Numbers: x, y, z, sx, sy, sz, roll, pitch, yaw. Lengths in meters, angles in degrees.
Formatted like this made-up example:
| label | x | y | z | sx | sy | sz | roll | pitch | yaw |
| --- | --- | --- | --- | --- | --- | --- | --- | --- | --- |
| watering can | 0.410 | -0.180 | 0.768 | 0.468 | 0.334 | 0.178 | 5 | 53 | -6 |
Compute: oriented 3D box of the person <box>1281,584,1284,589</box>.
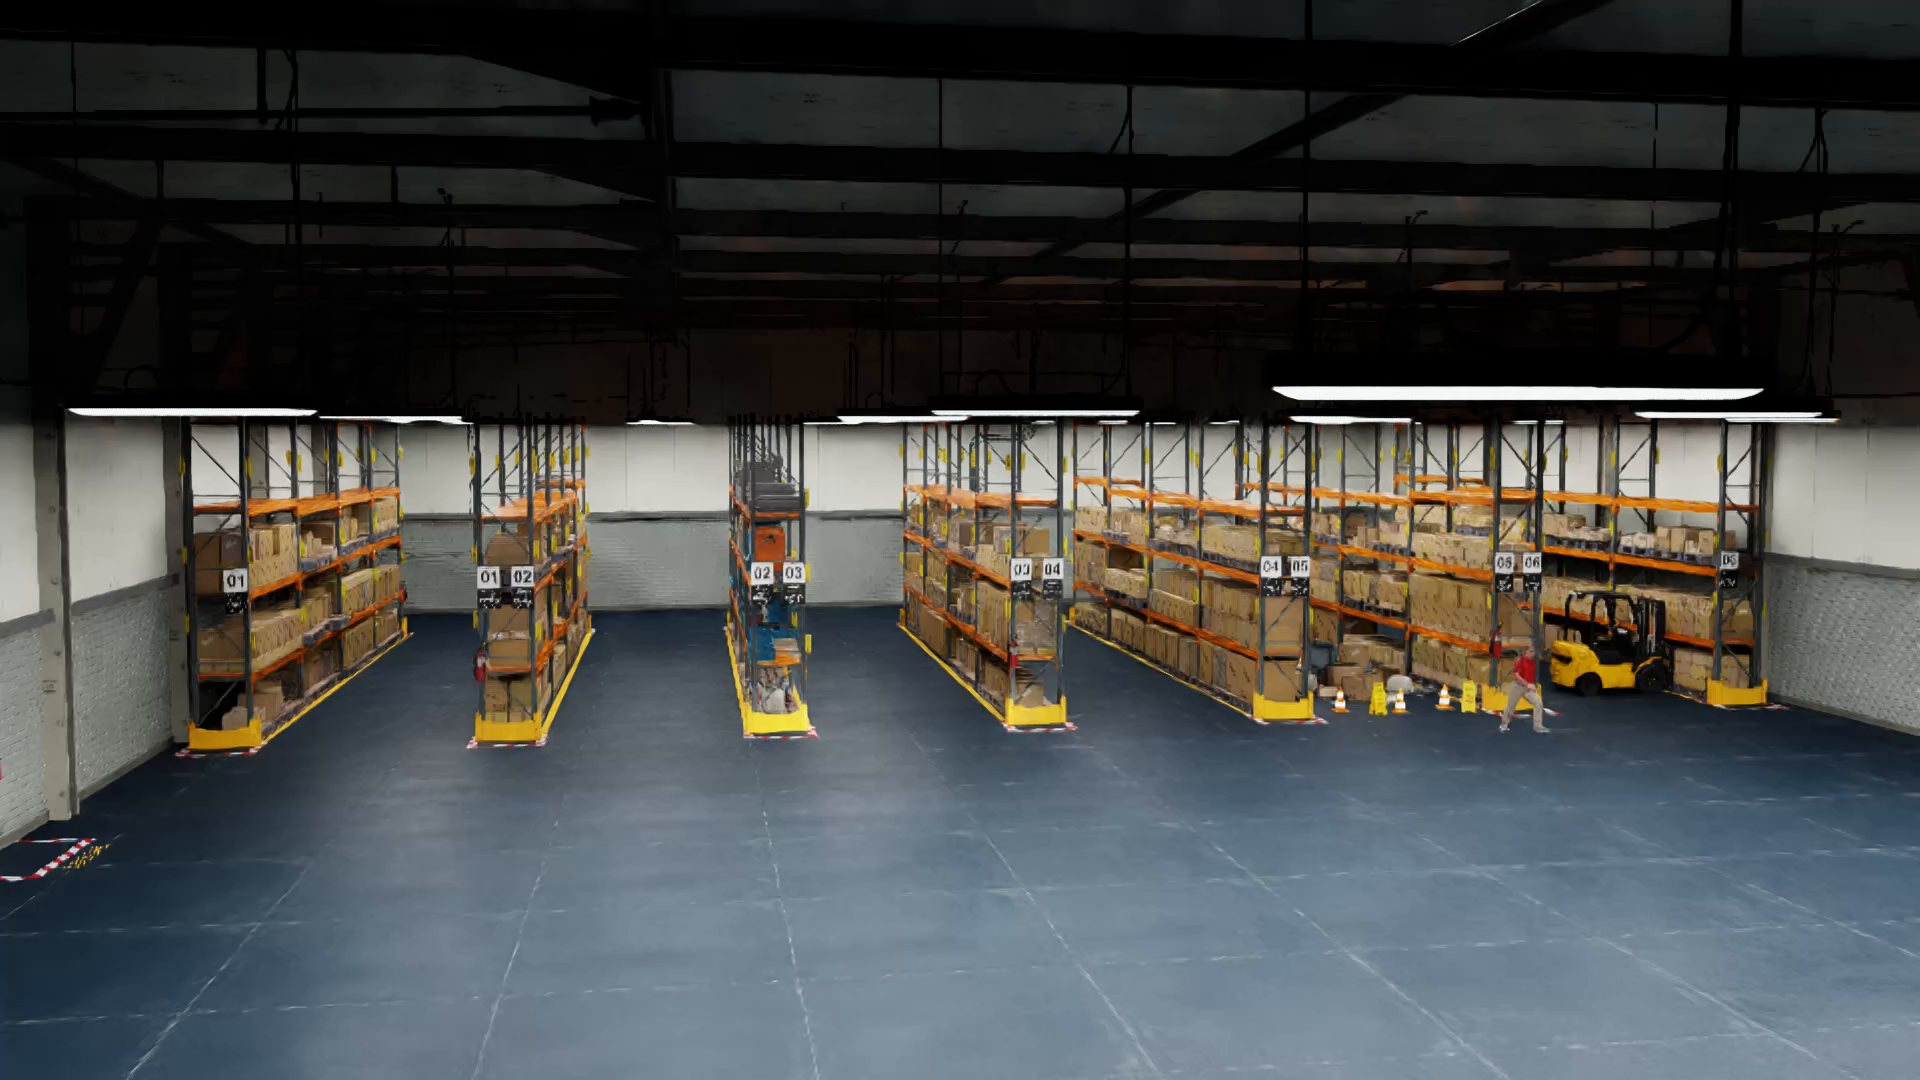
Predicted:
| label | x | y | z | sx | sy | sz | roll | pitch | yaw |
| --- | --- | --- | --- | --- | --- | --- | --- | --- | --- |
| person | 8.070 | 1.961 | 42.282 | 0.597 | 1.744 | 0.667 | 1 | 4 | 14 |

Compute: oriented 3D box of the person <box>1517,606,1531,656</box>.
| label | x | y | z | sx | sy | sz | roll | pitch | yaw |
| --- | --- | --- | --- | --- | --- | --- | --- | --- | --- |
| person | 12.665 | 2.325 | 37.489 | 0.477 | 1.675 | 0.487 | 1 | 4 | 20 |

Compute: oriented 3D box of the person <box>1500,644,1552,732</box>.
| label | x | y | z | sx | sy | sz | roll | pitch | yaw |
| --- | --- | --- | --- | --- | --- | --- | --- | --- | --- |
| person | 10.557 | 2.767 | 31.130 | 0.700 | 1.663 | 0.815 | -2 | 4 | -29 |
